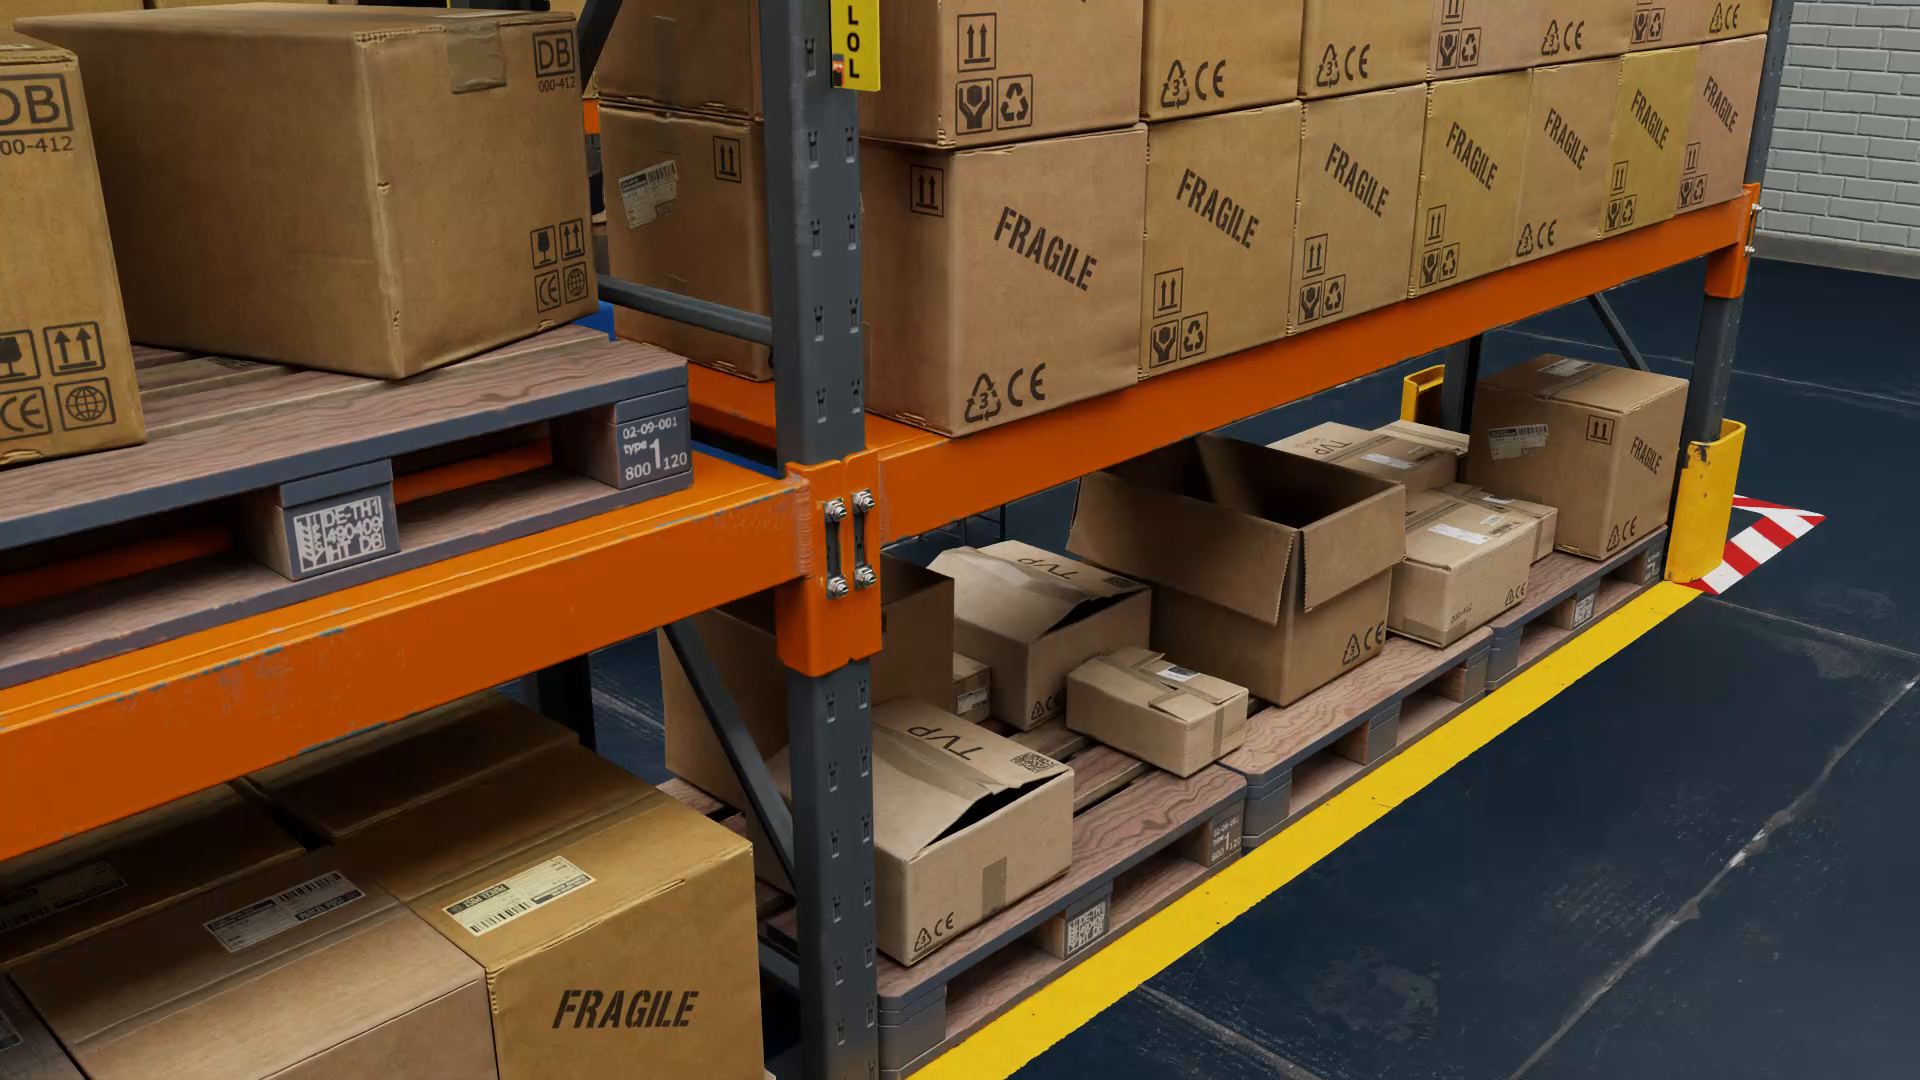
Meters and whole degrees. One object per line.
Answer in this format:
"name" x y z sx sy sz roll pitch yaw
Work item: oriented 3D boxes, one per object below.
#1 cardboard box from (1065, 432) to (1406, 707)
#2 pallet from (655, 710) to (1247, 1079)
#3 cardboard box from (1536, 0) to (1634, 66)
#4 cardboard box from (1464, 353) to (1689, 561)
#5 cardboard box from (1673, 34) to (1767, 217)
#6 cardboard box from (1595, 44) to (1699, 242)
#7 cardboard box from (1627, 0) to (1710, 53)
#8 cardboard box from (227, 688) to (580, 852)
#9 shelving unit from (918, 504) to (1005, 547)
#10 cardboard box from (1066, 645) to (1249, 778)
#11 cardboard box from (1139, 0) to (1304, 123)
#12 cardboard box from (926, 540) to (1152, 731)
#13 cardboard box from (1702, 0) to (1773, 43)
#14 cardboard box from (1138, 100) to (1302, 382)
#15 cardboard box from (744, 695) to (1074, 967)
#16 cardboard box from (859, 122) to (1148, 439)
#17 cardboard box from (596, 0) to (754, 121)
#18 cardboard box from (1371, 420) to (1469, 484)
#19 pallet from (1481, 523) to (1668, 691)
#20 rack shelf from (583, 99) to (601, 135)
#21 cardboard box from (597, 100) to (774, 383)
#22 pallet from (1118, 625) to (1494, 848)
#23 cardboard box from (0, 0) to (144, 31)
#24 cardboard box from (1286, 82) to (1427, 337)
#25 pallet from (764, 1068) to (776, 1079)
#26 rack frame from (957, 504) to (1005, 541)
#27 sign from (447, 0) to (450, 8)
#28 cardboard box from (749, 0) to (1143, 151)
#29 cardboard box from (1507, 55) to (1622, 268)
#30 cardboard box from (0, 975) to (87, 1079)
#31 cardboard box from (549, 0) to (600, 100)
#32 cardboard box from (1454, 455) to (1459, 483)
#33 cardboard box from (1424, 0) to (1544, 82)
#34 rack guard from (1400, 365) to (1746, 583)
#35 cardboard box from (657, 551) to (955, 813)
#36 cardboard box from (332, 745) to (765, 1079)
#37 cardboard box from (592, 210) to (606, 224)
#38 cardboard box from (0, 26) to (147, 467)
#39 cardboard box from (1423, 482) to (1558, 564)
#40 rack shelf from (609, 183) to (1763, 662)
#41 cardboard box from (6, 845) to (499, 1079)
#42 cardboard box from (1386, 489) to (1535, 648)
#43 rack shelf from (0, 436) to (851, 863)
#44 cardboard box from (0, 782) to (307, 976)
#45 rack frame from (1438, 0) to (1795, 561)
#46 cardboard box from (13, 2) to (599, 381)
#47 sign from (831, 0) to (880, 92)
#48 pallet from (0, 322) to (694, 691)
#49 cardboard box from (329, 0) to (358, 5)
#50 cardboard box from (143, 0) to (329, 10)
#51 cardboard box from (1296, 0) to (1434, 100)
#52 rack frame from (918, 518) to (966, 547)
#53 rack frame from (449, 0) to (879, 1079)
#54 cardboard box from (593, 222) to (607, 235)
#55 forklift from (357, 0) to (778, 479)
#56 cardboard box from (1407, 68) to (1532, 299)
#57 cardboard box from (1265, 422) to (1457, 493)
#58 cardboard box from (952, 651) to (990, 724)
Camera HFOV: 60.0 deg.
"cardboard box" 0.752 0.052 4.625 0.797 0.503 0.637 19 28 41
"pallet" -0.075 0.702 3.955 1.003 0.211 1.213 19 28 41
"cardboard box" 1.412 -1.518 4.309 0.500 0.500 0.500 -19 28 -41
"cardboard box" 2.032 -0.289 5.517 0.500 0.500 0.500 19 28 41
"cardboard box" 2.118 -1.315 5.177 0.500 0.500 0.500 -19 28 -40
"cardboard box" 1.758 -1.181 4.828 0.500 0.500 0.500 20 28 41
"cardboard box" 1.770 -1.652 4.659 0.500 0.500 0.500 -19 28 -41
"cardboard box" -1.067 0.601 3.201 0.500 0.500 0.500 18 27 38
"shelving unit" 0.006 -0.422 5.919 0.258 0.900 0.210 19 28 41
"cardboard box" 0.489 0.415 4.151 0.380 0.166 0.250 19 28 41
"cardboard box" 0.335 -1.121 3.276 0.500 0.500 0.500 18 28 39
"cardboard box" 0.162 0.216 4.467 0.500 0.311 0.500 19 28 41
"cardboard box" 2.122 -1.782 4.997 0.500 0.500 0.500 19 28 40
"cardboard box" 0.350 -0.666 3.486 0.500 0.500 0.500 -20 28 -41
"cardboard box" -0.107 0.572 3.540 0.500 0.311 0.500 19 28 41
"cardboard box" -0.004 -0.533 3.142 0.500 0.500 0.500 -19 28 -41
"cardboard box" -0.388 -1.132 3.306 0.500 0.500 0.500 19 28 41
"cardboard box" 1.697 -0.305 6.048 0.380 0.149 0.250 19 28 41
"pallet" 1.627 0.074 5.587 1.003 0.211 1.213 19 28 41
"rack shelf" -2.712 -1.841 7.686 1.077 0.370 4.000 19 28 41
"cardboard box" -0.390 -0.663 3.480 0.500 0.500 0.500 -20 28 -41
"pallet" 0.776 0.386 4.775 1.003 0.211 1.213 19 28 41
"cardboard box" -3.717 -1.938 6.518 0.700 0.700 0.980 -20 28 -41
"cardboard box" 0.701 -0.794 3.820 0.500 0.500 0.500 19 28 40
"pallet" -1.096 1.096 2.928 1.003 0.211 1.213 19 28 41
"rack frame" 0.077 -0.448 5.987 0.240 0.900 0.006 19 28 41
"sign" -0.949 -0.962 3.189 0.100 0.325 0.005 19 28 41
"cardboard box" -0.025 -0.988 2.931 0.500 0.500 0.500 -19 28 -41
"cardboard box" 1.406 -1.054 4.497 0.500 0.500 0.500 20 28 41
"cardboard box" -1.395 0.990 2.189 0.500 0.500 0.500 20 29 41
"cardboard box" -2.165 -2.508 7.999 0.980 0.700 0.700 19 28 40
"cardboard box" 1.522 -0.249 5.877 0.380 0.166 0.250 19 28 41
"cardboard box" 1.053 -1.386 3.966 0.500 0.500 0.500 -19 28 -40
"rack guard" 2.182 -0.266 6.069 1.175 0.500 0.348 19 28 41
"cardboard box" -0.361 0.320 3.932 0.500 0.500 0.500 19 28 41
"cardboard box" -0.694 0.736 2.849 0.500 0.500 0.500 19 28 40
"cardboard box" -1.870 -1.673 8.242 0.250 0.149 0.380 -19 28 -41
"cardboard box" -1.480 -0.408 2.231 0.500 0.500 0.700 -15 26 -34
"cardboard box" 1.685 -0.052 5.365 0.380 0.166 0.250 19 28 41
"rack shelf" 0.840 -0.602 4.463 1.077 0.370 4.000 19 28 41
"cardboard box" -1.045 0.861 2.524 0.500 0.500 0.500 19 28 41
"cardboard box" 1.348 0.064 4.946 0.500 0.250 0.500 19 28 41
"rack shelf" -1.950 0.426 1.788 1.077 0.370 4.000 19 28 41
"cardboard box" -1.431 0.741 2.837 0.500 0.500 0.500 -20 28 -41
"rack frame" 2.235 -1.452 5.672 1.000 3.000 0.127 19 28 41
"cardboard box" -1.046 -0.601 2.732 0.700 0.500 0.500 9 23 23
"sign" -0.155 -0.826 2.430 0.100 0.325 0.005 19 28 41
"pallet" -1.191 -0.156 2.567 1.003 0.211 1.213 19 28 41
"cardboard box" -2.703 -2.314 7.496 0.980 0.700 0.700 18 27 38
"cardboard box" -3.204 -2.124 7.003 0.980 0.700 0.700 18 28 39
"cardboard box" 0.694 -1.253 3.620 0.500 0.500 0.500 18 28 39
"rack frame" -0.065 -0.396 5.851 0.240 0.900 0.006 19 28 41
"rack frame" -0.555 -0.424 2.996 1.000 3.000 0.127 19 28 41
"cardboard box" -2.082 -1.387 8.400 0.700 0.500 0.500 19 28 40
"forklift" -1.966 -1.220 5.163 3.031 2.935 1.130 -5 22 -12
"cardboard box" 1.055 -0.925 4.161 0.500 0.500 0.500 19 28 40
"cardboard box" 1.304 -0.177 5.573 0.500 0.250 0.500 19 28 41
"cardboard box" -0.142 0.373 4.285 0.380 0.149 0.250 19 28 41
